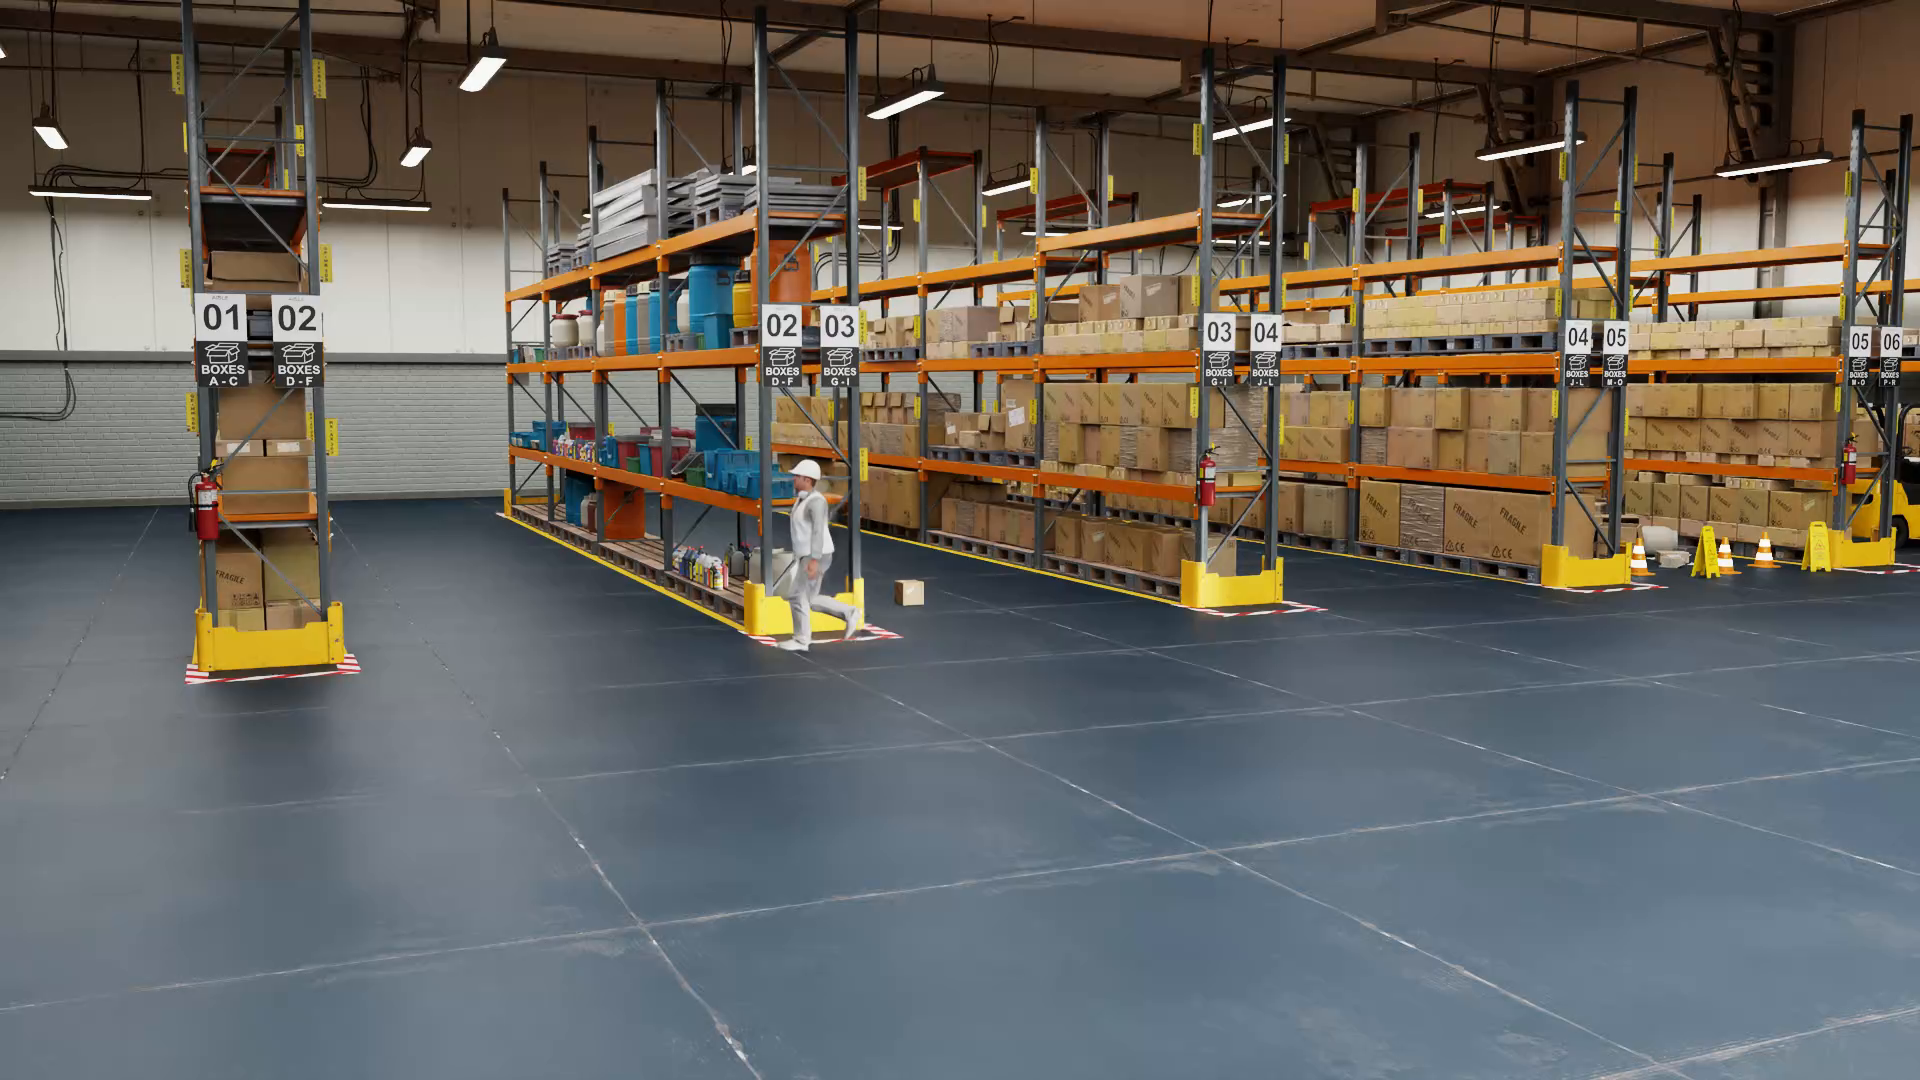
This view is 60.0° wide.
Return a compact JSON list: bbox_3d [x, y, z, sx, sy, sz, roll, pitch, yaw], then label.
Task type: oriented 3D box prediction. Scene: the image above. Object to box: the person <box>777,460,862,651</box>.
[{"bbox_3d":[-1.297,0.131,15.214,0.830,1.737,0.605,-2,6,-18],"label":"person"}]
